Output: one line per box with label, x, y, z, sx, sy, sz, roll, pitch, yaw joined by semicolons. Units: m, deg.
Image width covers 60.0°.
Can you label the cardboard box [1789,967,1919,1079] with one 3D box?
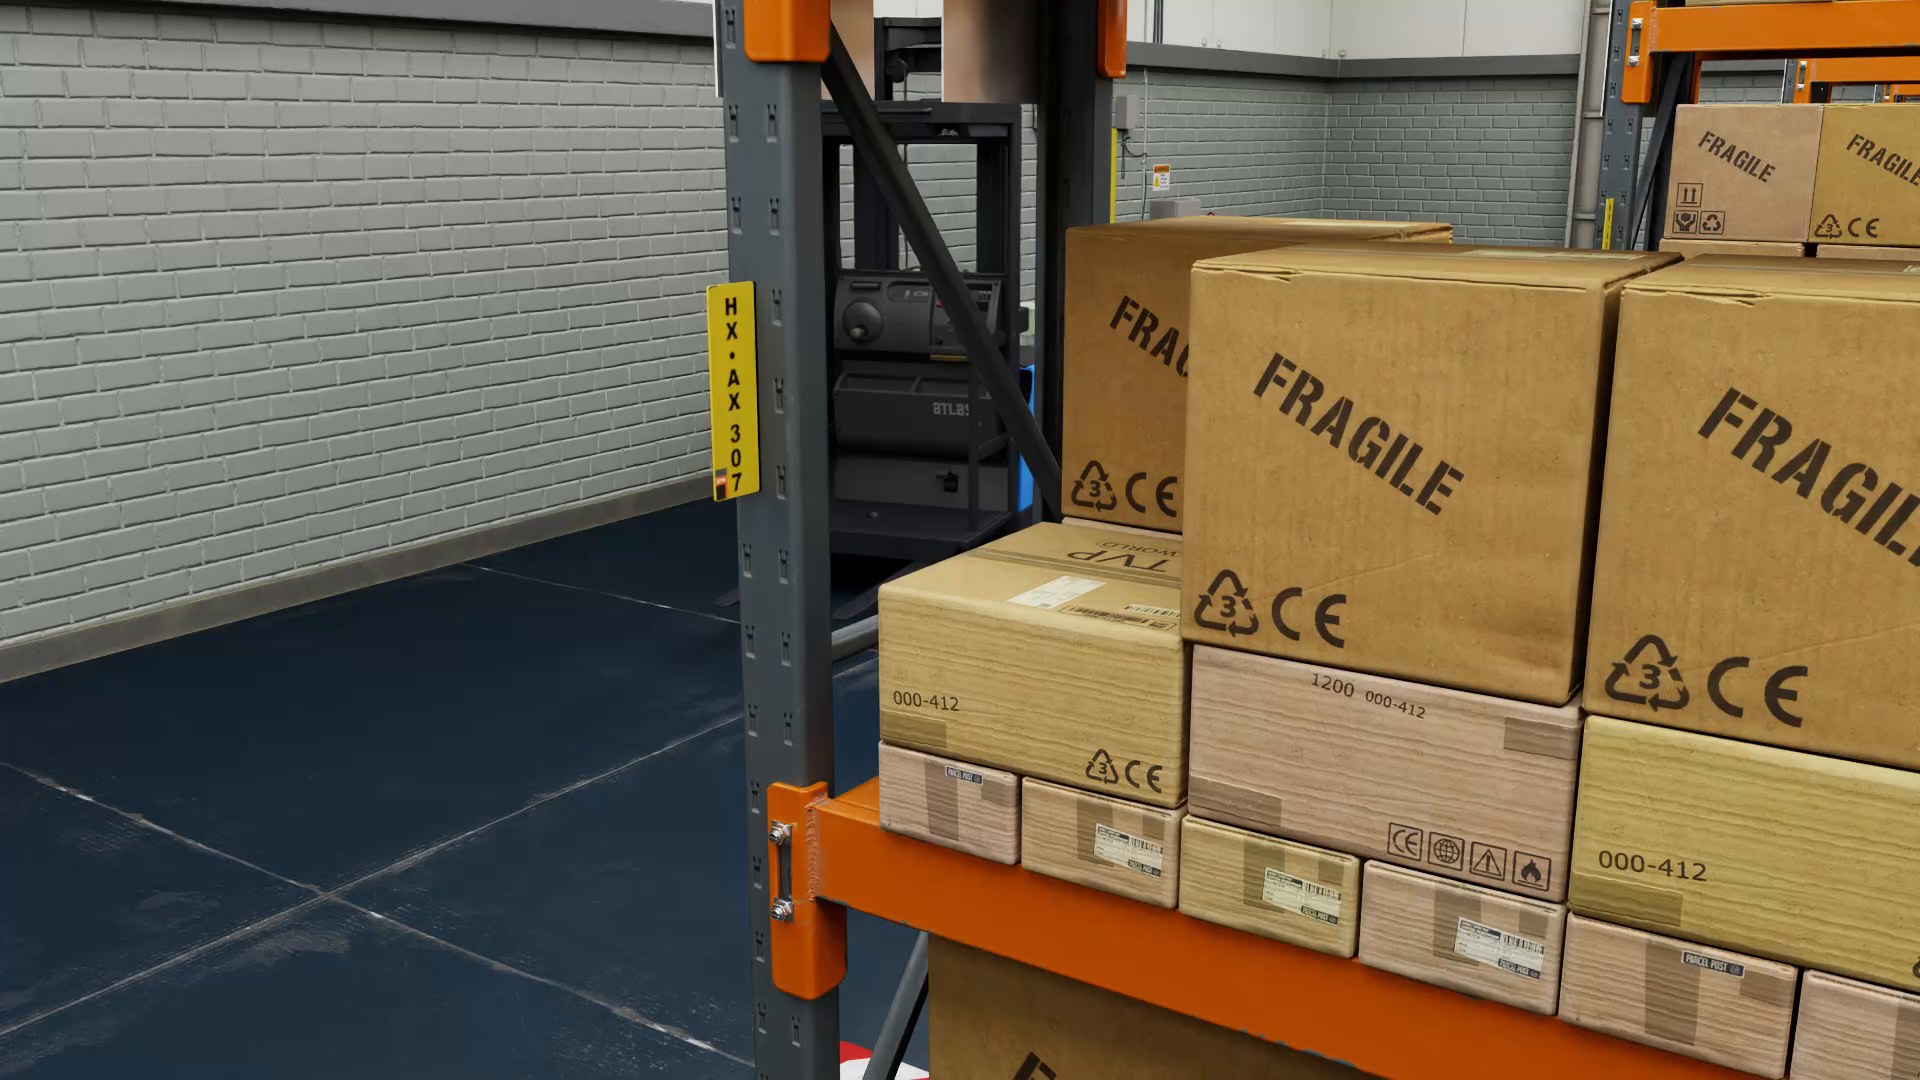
cardboard box;1.150;0.531;1.960;0.250;0.149;0.380;9;16;32

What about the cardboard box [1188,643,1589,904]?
cardboard box;0.654;0.238;2.311;0.500;0.250;0.500;9;16;32

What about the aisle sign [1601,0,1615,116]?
aisle sign;2.595;-2.064;6.508;0.004;0.787;0.394;9;17;33

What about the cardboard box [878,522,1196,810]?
cardboard box;0.219;0.170;2.587;0.500;0.250;0.500;9;16;31

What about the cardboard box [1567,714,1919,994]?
cardboard box;1.069;0.306;2.036;0.500;0.250;0.500;9;16;31

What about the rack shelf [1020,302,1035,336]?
rack shelf;0.323;-1.298;10.320;0.720;0.370;0.431;5;15;19

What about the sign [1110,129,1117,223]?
sign;0.285;-0.660;3.344;0.005;0.325;0.100;9;17;33

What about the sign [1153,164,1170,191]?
sign;1.901;-3.421;15.682;0.001;0.242;0.339;9;17;33

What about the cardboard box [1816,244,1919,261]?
cardboard box;3.500;-0.863;6.240;0.500;0.500;0.500;9;17;33

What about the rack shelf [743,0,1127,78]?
rack shelf;1.631;-0.715;1.725;4.000;0.370;1.077;9;17;33

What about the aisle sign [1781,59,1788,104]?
aisle sign;5.280;-3.066;10.558;0.004;0.787;0.394;9;17;33

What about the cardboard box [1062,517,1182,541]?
cardboard box;0.521;0.064;3.016;0.500;0.250;0.500;9;16;32

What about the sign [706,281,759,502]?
sign;-0.344;-0.225;2.525;0.005;0.325;0.100;9;17;33

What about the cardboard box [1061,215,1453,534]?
cardboard box;0.522;-0.299;2.922;0.500;0.500;0.500;9;17;33

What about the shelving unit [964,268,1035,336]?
shelving unit;0.323;-0.919;10.414;0.755;1.500;0.431;5;15;19

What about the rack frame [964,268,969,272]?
rack frame;-0.021;-0.949;10.534;0.023;1.500;0.400;5;15;19

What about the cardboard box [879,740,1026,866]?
cardboard box;0.081;0.359;2.655;0.250;0.149;0.380;9;17;33

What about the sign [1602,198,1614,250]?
sign;2.520;-1.164;6.482;0.005;0.325;0.100;9;17;33

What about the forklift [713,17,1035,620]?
forklift;-0.303;-1.220;8.651;1.130;2.935;3.031;5;15;20

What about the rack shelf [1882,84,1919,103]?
rack shelf;9.928;-3.681;13.707;4.000;0.370;1.077;9;17;33

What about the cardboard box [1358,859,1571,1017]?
cardboard box;0.725;0.462;2.238;0.250;0.149;0.380;9;16;32

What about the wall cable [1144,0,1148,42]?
wall cable;1.047;-5.621;13.803;0.029;3.000;2.355;9;17;33

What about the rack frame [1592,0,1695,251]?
rack frame;2.823;-0.852;7.023;0.127;3.000;1.000;9;17;33

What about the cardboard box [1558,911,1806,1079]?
cardboard box;0.935;0.496;2.099;0.250;0.149;0.380;9;16;32

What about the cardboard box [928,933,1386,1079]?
cardboard box;0.547;1.021;3.005;0.875;0.875;0.875;9;17;33

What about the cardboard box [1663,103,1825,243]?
cardboard box;3.047;-1.417;6.398;0.500;0.500;0.500;9;17;32

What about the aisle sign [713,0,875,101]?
aisle sign;-0.256;-1.088;2.568;0.004;0.787;0.394;9;17;33

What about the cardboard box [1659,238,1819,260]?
cardboard box;3.041;-0.930;6.509;0.500;0.500;0.500;10;17;35

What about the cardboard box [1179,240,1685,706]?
cardboard box;0.633;-0.127;2.226;0.500;0.500;0.500;9;16;31

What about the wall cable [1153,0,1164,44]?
wall cable;2.633;-6.190;16.022;0.133;3.039;2.988;9;17;33

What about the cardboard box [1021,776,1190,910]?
cardboard box;0.295;0.393;2.517;0.250;0.149;0.380;9;16;32

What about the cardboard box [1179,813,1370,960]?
cardboard box;0.508;0.427;2.378;0.250;0.149;0.380;9;16;31

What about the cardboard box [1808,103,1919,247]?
cardboard box;3.470;-1.351;6.130;0.500;0.500;0.500;10;17;34

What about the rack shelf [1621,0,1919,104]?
rack shelf;4.483;-1.691;5.665;4.000;0.370;1.077;9;17;33

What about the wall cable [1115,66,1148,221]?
wall cable;1.592;-3.382;15.127;0.122;1.984;0.588;9;17;33

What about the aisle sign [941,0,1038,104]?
aisle sign;0.079;-1.208;3.051;0.004;0.787;0.394;9;17;33

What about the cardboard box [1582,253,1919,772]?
cardboard box;1.067;-0.059;1.951;0.500;0.500;0.500;9;16;31

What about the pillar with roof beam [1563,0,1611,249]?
pillar with roof beam;4.132;-5.438;13.063;0.400;9.000;9.100;9;17;33

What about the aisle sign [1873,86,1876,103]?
aisle sign;8.048;-4.055;14.553;0.004;0.787;0.394;9;17;33

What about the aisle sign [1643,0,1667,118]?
aisle sign;2.930;-2.184;6.992;0.004;0.787;0.394;9;17;33

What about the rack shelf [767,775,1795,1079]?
rack shelf;1.631;0.741;2.085;4.000;0.370;1.077;9;17;33

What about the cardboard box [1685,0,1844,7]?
cardboard box;3.053;-2.124;6.231;0.500;0.250;0.500;10;17;35

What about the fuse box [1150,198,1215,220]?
fuse box;2.103;-2.378;15.868;0.414;1.711;0.539;9;17;33

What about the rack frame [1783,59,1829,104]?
rack frame;5.502;-1.853;11.065;0.127;3.000;1.000;9;17;33

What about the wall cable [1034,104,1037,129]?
wall cable;0.810;-3.113;13.975;0.123;1.953;0.585;9;17;33

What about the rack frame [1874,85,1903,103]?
rack frame;8.269;-2.843;15.065;0.127;3.000;1.000;9;17;33

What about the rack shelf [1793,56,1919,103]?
rack shelf;7.161;-2.691;9.707;4.000;0.370;1.077;9;17;33
